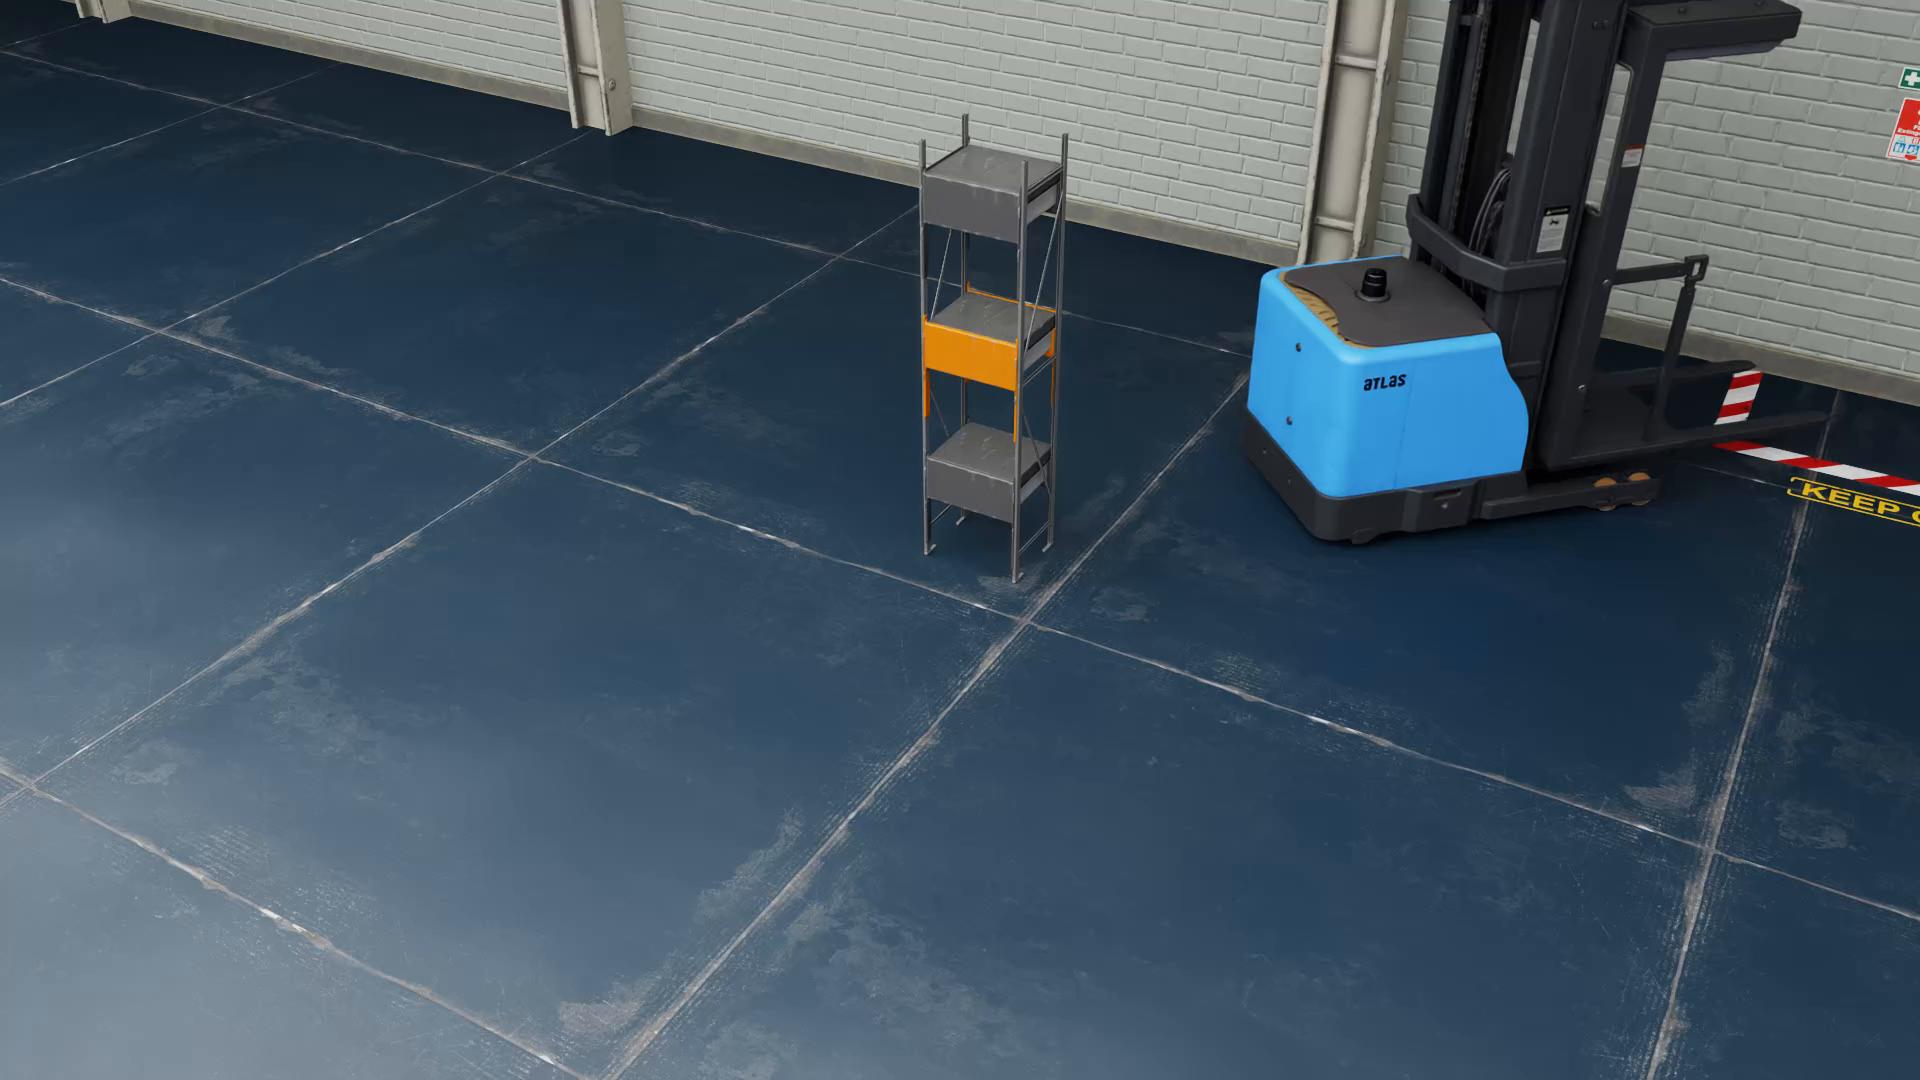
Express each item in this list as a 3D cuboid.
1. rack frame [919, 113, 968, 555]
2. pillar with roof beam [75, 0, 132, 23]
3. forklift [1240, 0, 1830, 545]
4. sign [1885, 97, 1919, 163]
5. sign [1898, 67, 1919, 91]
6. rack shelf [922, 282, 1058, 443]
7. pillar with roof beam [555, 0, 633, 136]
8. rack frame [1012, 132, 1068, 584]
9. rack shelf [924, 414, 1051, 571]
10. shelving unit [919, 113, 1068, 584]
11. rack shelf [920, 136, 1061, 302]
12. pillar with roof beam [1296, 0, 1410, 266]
[{"bbox_3d":[-0.068,-0.896,7.700,0.015,2.100,0.400,18,37,24],"label":"rack frame"},{"bbox_3d":[-10.169,-6.609,10.056,0.400,9.000,9.100,18,37,24],"label":"pillar with roof beam"},{"bbox_3d":[3.071,-1.642,8.072,3.031,2.935,1.130,-9,35,-13],"label":"forklift"},{"bbox_3d":[5.040,-2.148,8.737,0.234,0.329,0.001,18,37,24],"label":"sign"},{"bbox_3d":[5.039,-2.363,8.582,0.331,0.109,0.001,18,37,24],"label":"sign"},{"bbox_3d":[0.144,-0.817,7.607,0.480,0.518,0.431,18,37,24],"label":"rack shelf"},{"bbox_3d":[-4.959,-4.959,7.578,0.400,9.000,9.100,18,37,24],"label":"pillar with roof beam"},{"bbox_3d":[0.356,-0.761,7.499,0.015,2.100,0.400,18,37,24],"label":"rack frame"},{"bbox_3d":[0.144,-0.234,7.995,0.480,0.518,0.431,18,37,24],"label":"rack shelf"},{"bbox_3d":[0.144,-0.828,7.600,0.503,2.100,0.431,18,37,24],"label":"shelving unit"},{"bbox_3d":[0.144,-1.400,7.219,0.480,0.518,0.431,18,37,24],"label":"rack shelf"},{"bbox_3d":[0.250,-3.309,5.100,0.400,9.000,9.100,18,37,24],"label":"pillar with roof beam"}]
